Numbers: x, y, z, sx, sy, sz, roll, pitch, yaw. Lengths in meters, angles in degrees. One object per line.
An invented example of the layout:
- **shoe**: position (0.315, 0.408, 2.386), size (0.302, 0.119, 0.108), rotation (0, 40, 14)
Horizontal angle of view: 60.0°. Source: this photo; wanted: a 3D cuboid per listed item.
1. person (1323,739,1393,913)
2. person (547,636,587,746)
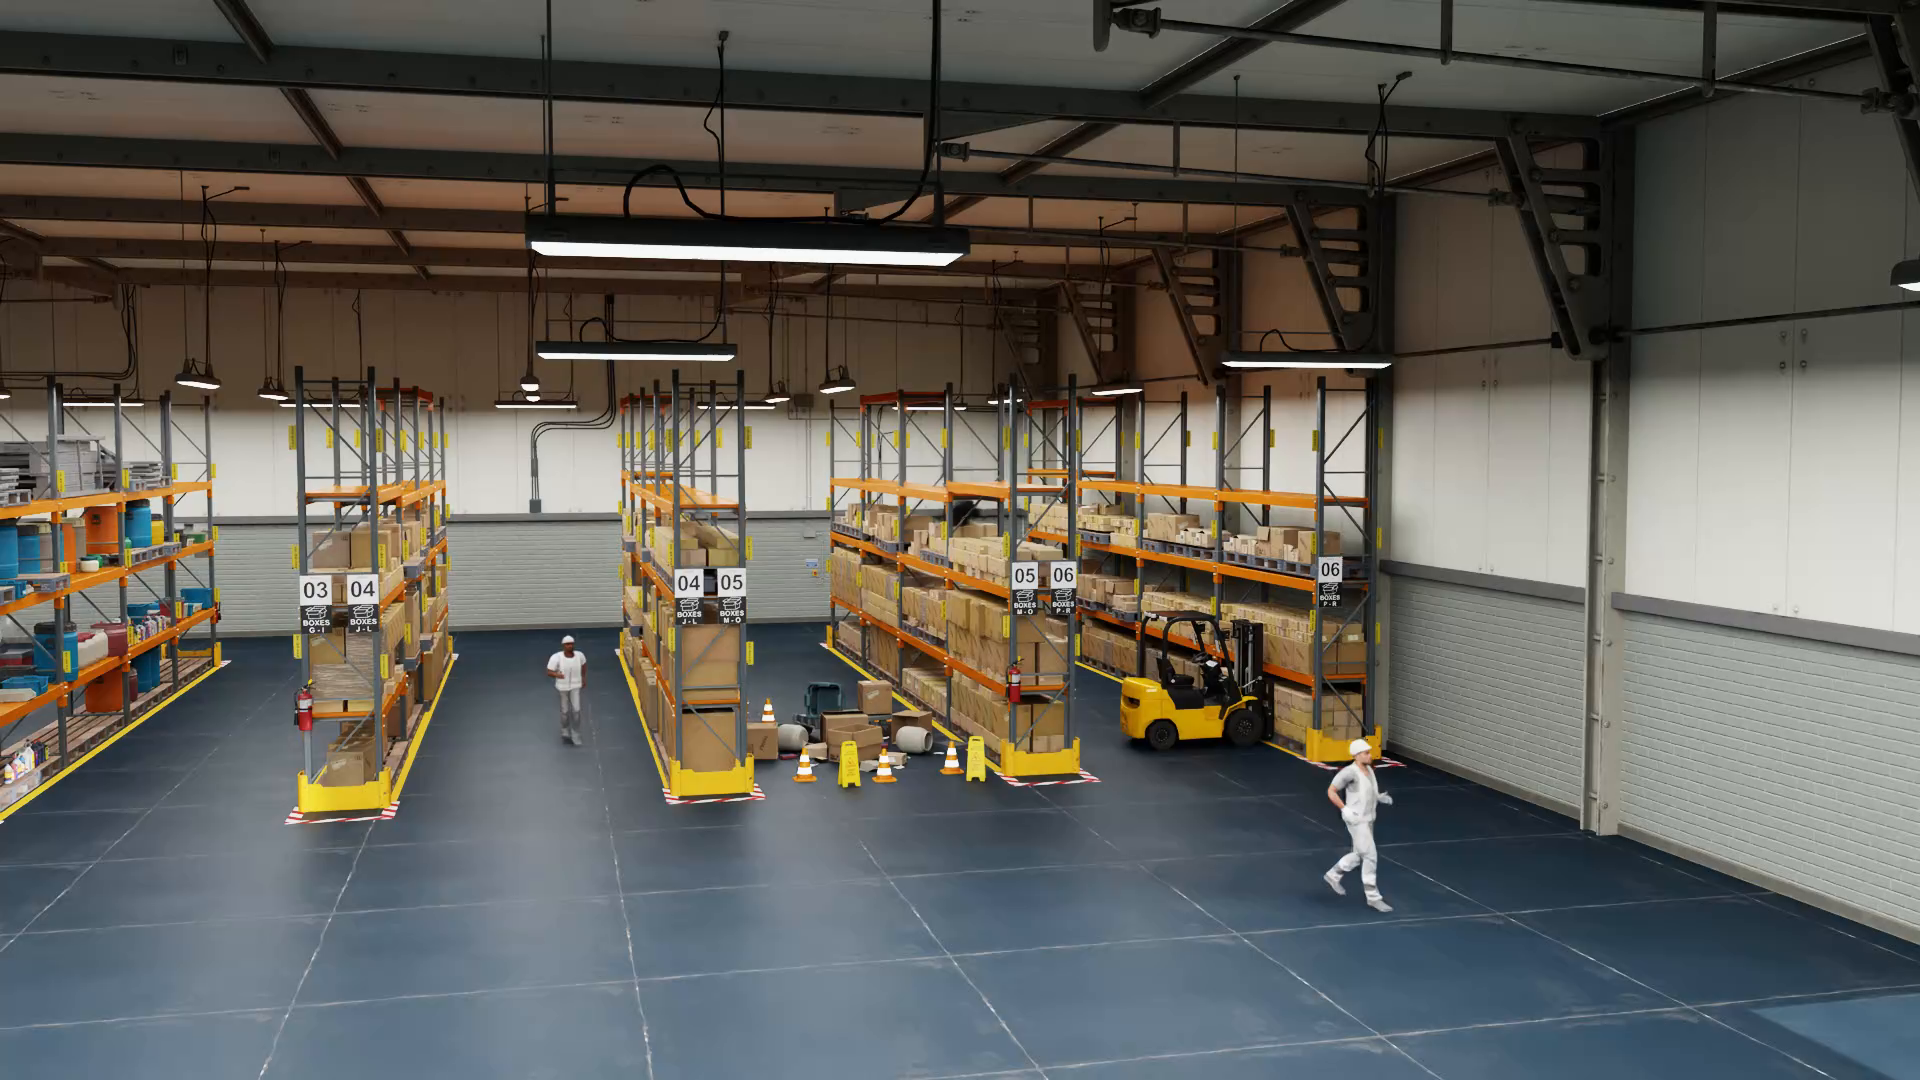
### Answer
- **person**: position (4.276, 3.032, 17.859), size (0.862, 1.796, 0.651), rotation (3, 4, 39)
- **person**: position (-6.493, 2.489, 27.522), size (0.674, 1.827, 0.773), rotation (-1, 4, -19)
